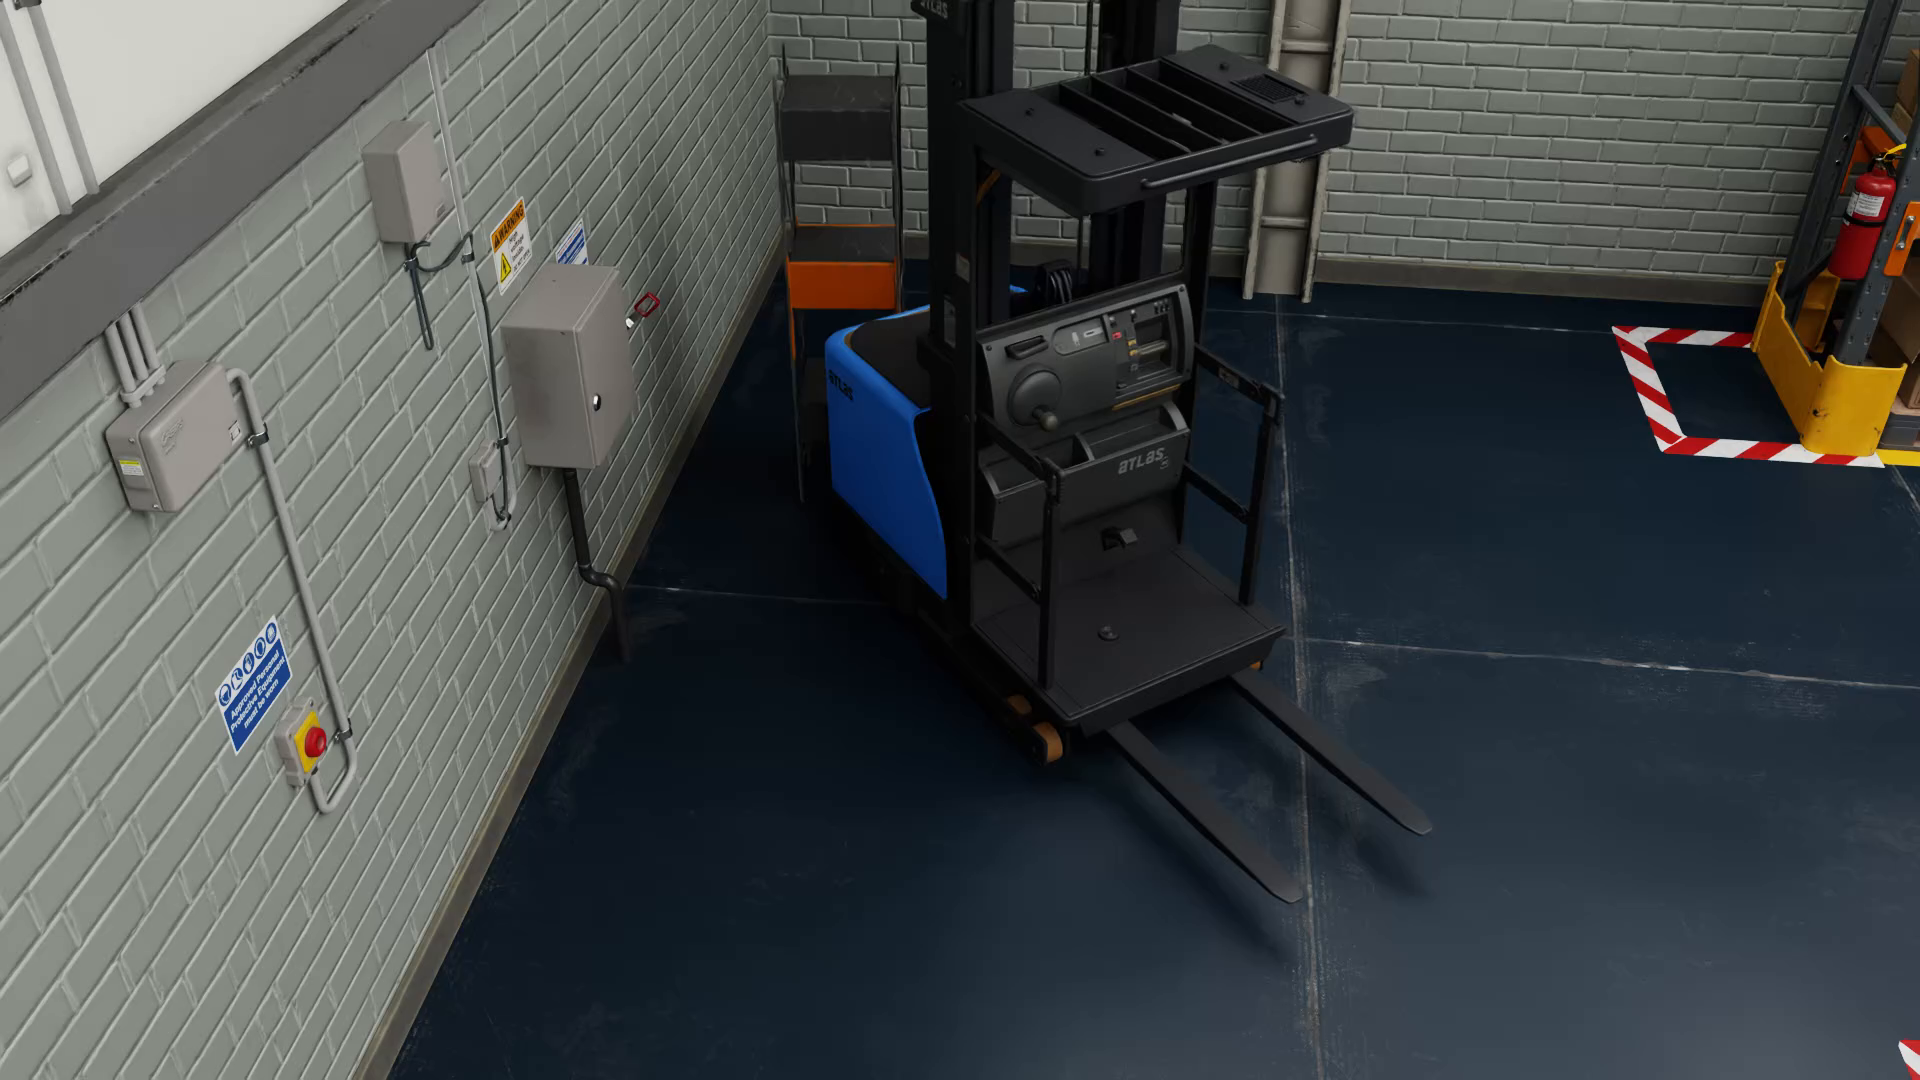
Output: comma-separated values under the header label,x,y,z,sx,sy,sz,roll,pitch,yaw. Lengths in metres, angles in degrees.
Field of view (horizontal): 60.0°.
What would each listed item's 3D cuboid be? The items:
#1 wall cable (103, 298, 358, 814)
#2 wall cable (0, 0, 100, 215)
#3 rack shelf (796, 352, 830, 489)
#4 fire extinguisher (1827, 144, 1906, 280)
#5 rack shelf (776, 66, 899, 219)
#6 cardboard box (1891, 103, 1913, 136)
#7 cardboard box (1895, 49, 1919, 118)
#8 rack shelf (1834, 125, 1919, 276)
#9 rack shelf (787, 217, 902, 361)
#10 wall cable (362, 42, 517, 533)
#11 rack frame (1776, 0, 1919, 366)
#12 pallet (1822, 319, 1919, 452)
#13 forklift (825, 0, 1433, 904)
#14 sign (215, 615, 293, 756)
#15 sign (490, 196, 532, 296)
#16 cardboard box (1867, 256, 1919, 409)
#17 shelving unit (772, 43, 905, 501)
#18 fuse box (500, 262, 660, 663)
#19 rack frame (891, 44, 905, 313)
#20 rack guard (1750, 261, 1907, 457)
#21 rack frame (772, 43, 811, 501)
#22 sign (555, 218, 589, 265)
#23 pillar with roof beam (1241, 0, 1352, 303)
label,x,y,z,sx,sy,sz,roll,pitch,yaw
wall cable,-1.798,0.042,4.208,0.123,1.953,0.585,4,36,6
wall cable,-1.880,-1.829,2.566,0.029,3.000,0.463,4,36,6
rack shelf,-0.514,-0.573,7.974,0.480,0.518,0.431,1,36,1
fire extinguisher,4.221,-1.550,7.727,0.183,0.674,0.296,4,36,6
rack shelf,-0.514,-1.712,7.160,0.480,0.518,0.431,1,36,1
cardboard box,4.789,-2.016,8.209,0.250,0.149,0.380,4,36,5
cardboard box,4.916,-2.167,8.078,0.500,0.250,0.500,5,36,7
rack shelf,6.410,-1.548,7.956,4.000,0.370,1.077,4,36,6
rack shelf,-0.514,-1.143,7.567,0.480,0.518,0.431,1,36,1
wall cable,-1.629,-0.763,5.363,0.122,1.984,0.588,4,36,6
rack frame,4.426,-1.988,7.954,0.127,3.000,1.000,4,36,6
pallet,5.293,-0.789,8.674,1.213,0.211,1.003,4,36,6
forklift,0.605,-0.627,6.105,1.130,2.935,3.031,-20,40,-25
sign,-1.865,0.381,4.401,0.001,0.218,0.327,4,36,6
sign,-1.598,-1.051,5.930,0.001,0.242,0.339,4,36,6
cardboard box,5.021,-1.043,8.417,0.637,0.503,0.797,3,36,4
shelving unit,-0.514,-1.154,7.559,0.503,2.100,0.431,1,36,1
fuse box,-1.386,-0.207,6.567,0.414,1.711,0.539,4,36,6
rack frame,-0.270,-1.151,7.555,0.015,2.100,0.400,1,36,1
rack guard,4.502,-0.965,8.672,0.348,0.500,1.175,4,36,6
rack frame,-0.758,-1.157,7.563,0.015,2.100,0.400,1,36,1
sign,-1.528,-0.993,6.641,0.001,0.494,0.329,4,36,6
pillar with roof beam,1.318,-2.669,3.743,0.400,9.000,9.100,4,36,6
